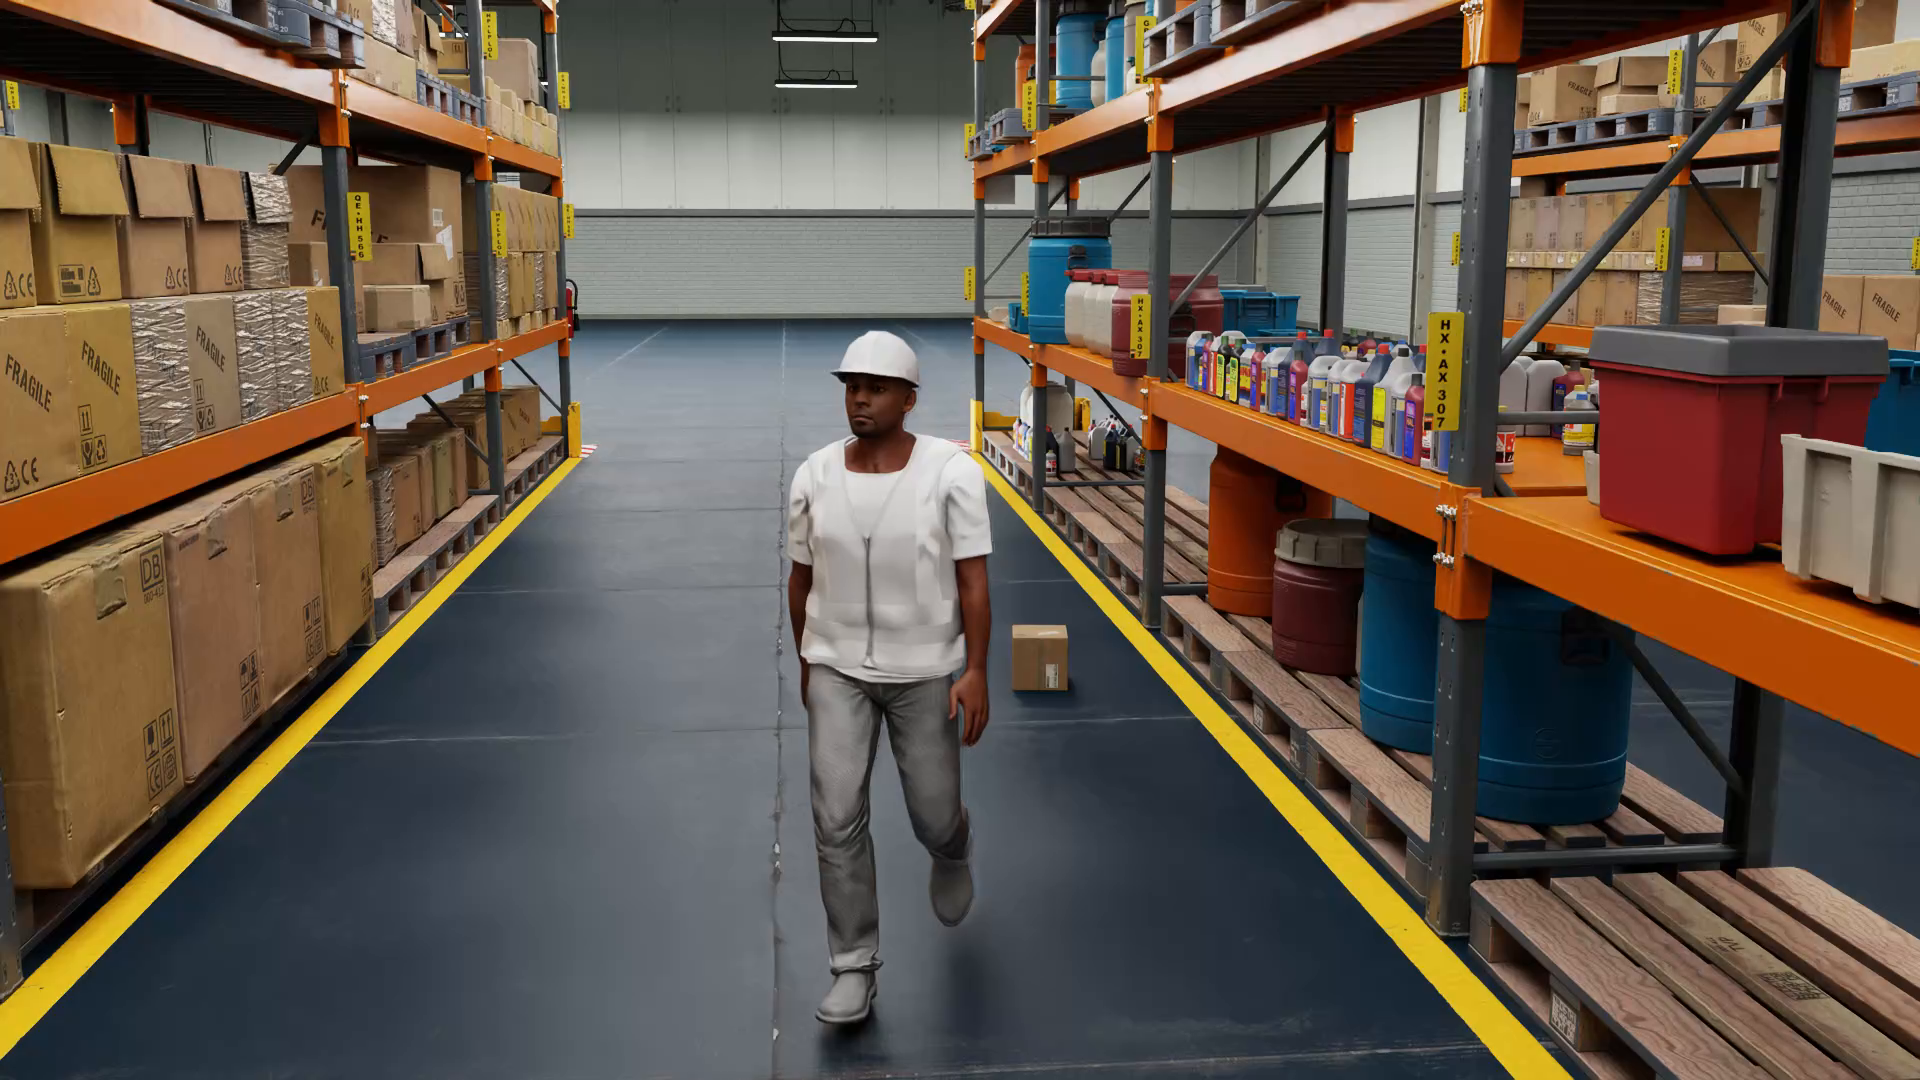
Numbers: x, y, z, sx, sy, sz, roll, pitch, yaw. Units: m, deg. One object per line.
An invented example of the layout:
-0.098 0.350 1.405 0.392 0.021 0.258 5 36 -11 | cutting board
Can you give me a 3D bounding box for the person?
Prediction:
-0.188 0.325 4.393 0.569 1.744 0.812 2 10 9 | person
